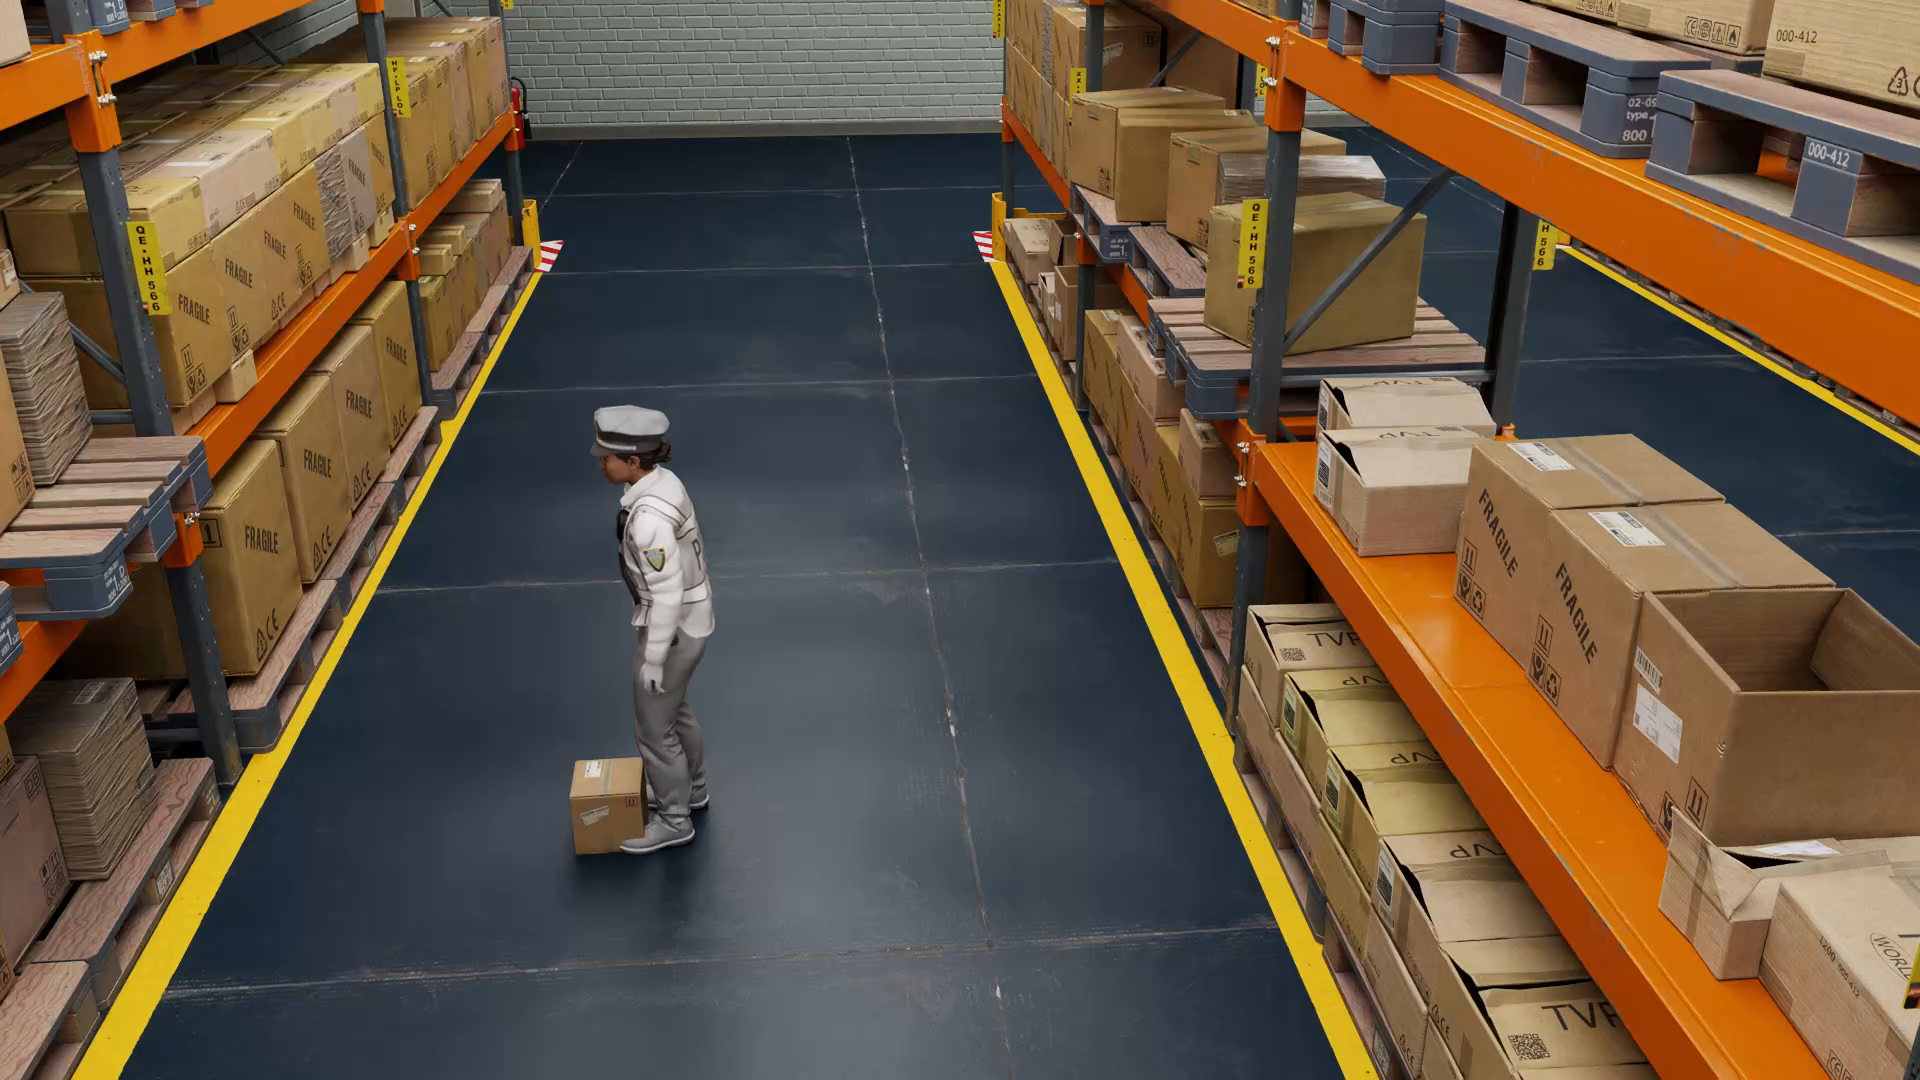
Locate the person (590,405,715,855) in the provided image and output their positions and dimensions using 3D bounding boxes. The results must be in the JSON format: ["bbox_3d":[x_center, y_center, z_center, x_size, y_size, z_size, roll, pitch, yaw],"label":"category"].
[{"bbox_3d":[-1.070,0.323,5.862,0.409,1.667,0.547,-4,24,-8],"label":"person"}]
